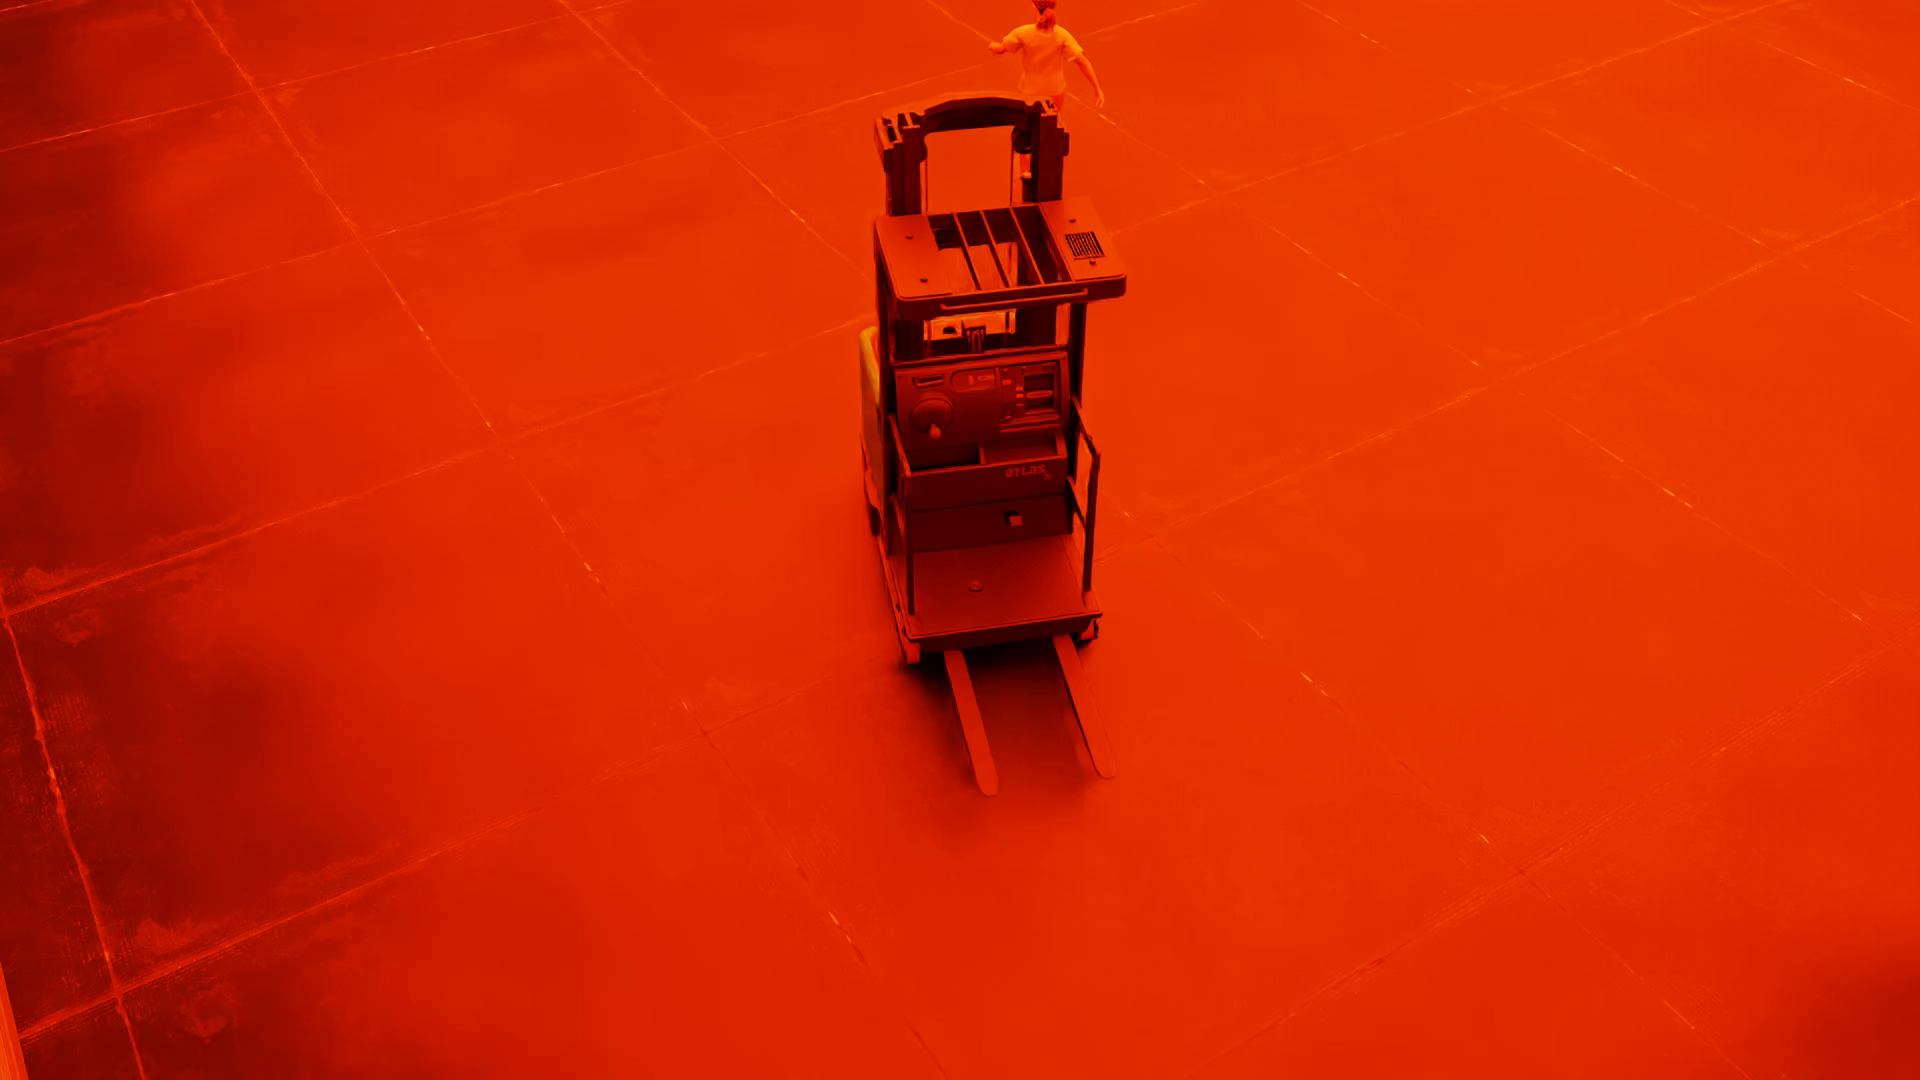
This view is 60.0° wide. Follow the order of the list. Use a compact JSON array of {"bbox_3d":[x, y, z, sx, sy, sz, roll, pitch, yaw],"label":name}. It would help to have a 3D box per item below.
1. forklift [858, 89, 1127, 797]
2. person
[{"bbox_3d":[0.164,-0.676,8.645,1.130,2.935,3.031,-7,42,-8],"label":"forklift"},{"bbox_3d":[0.661,-3.489,12.850,0.876,1.655,0.718,0,41,0],"label":"person"}]
